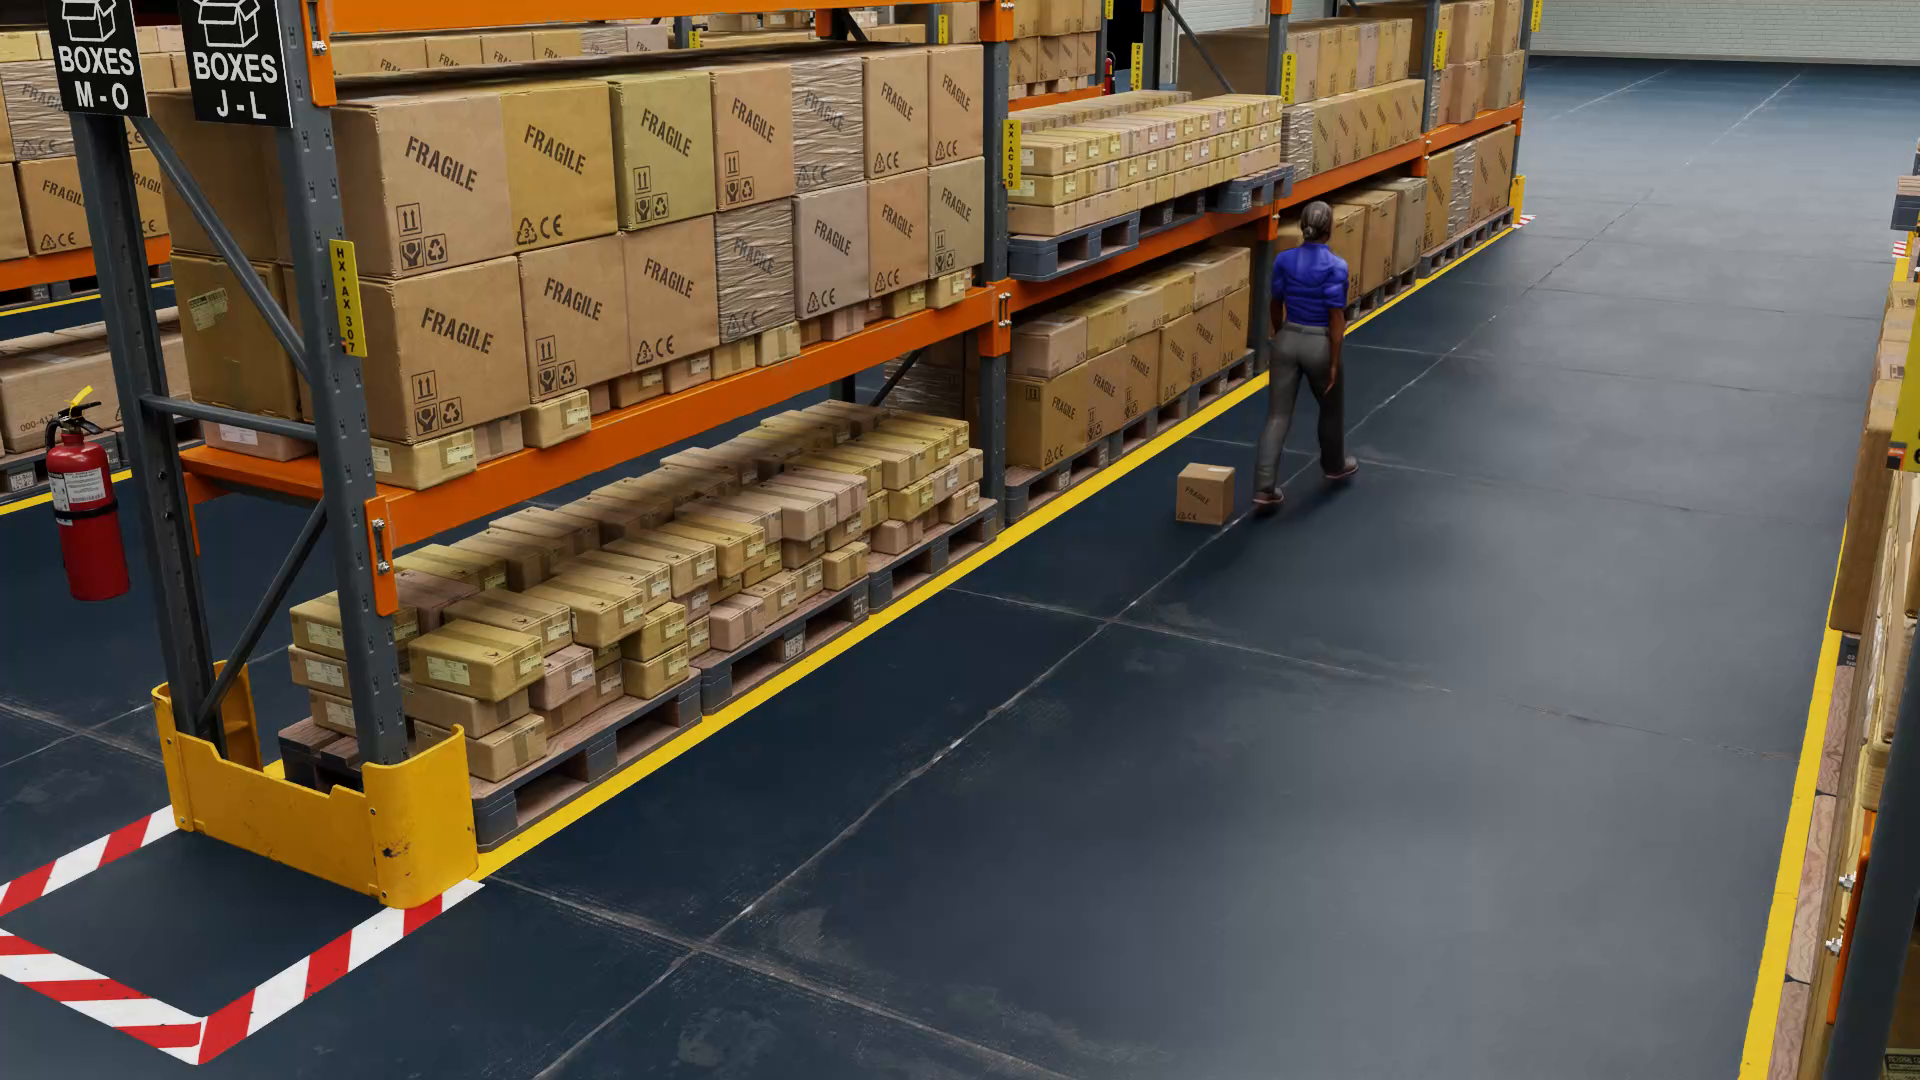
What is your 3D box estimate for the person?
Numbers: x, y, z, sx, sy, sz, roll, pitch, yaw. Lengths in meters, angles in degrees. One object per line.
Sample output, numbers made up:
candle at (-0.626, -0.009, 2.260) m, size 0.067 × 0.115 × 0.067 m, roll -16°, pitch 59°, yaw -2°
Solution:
person at (1.880, -1.034, 8.949) m, size 0.466 × 1.590 × 1.008 m, roll 11°, pitch 22°, yaw 28°
